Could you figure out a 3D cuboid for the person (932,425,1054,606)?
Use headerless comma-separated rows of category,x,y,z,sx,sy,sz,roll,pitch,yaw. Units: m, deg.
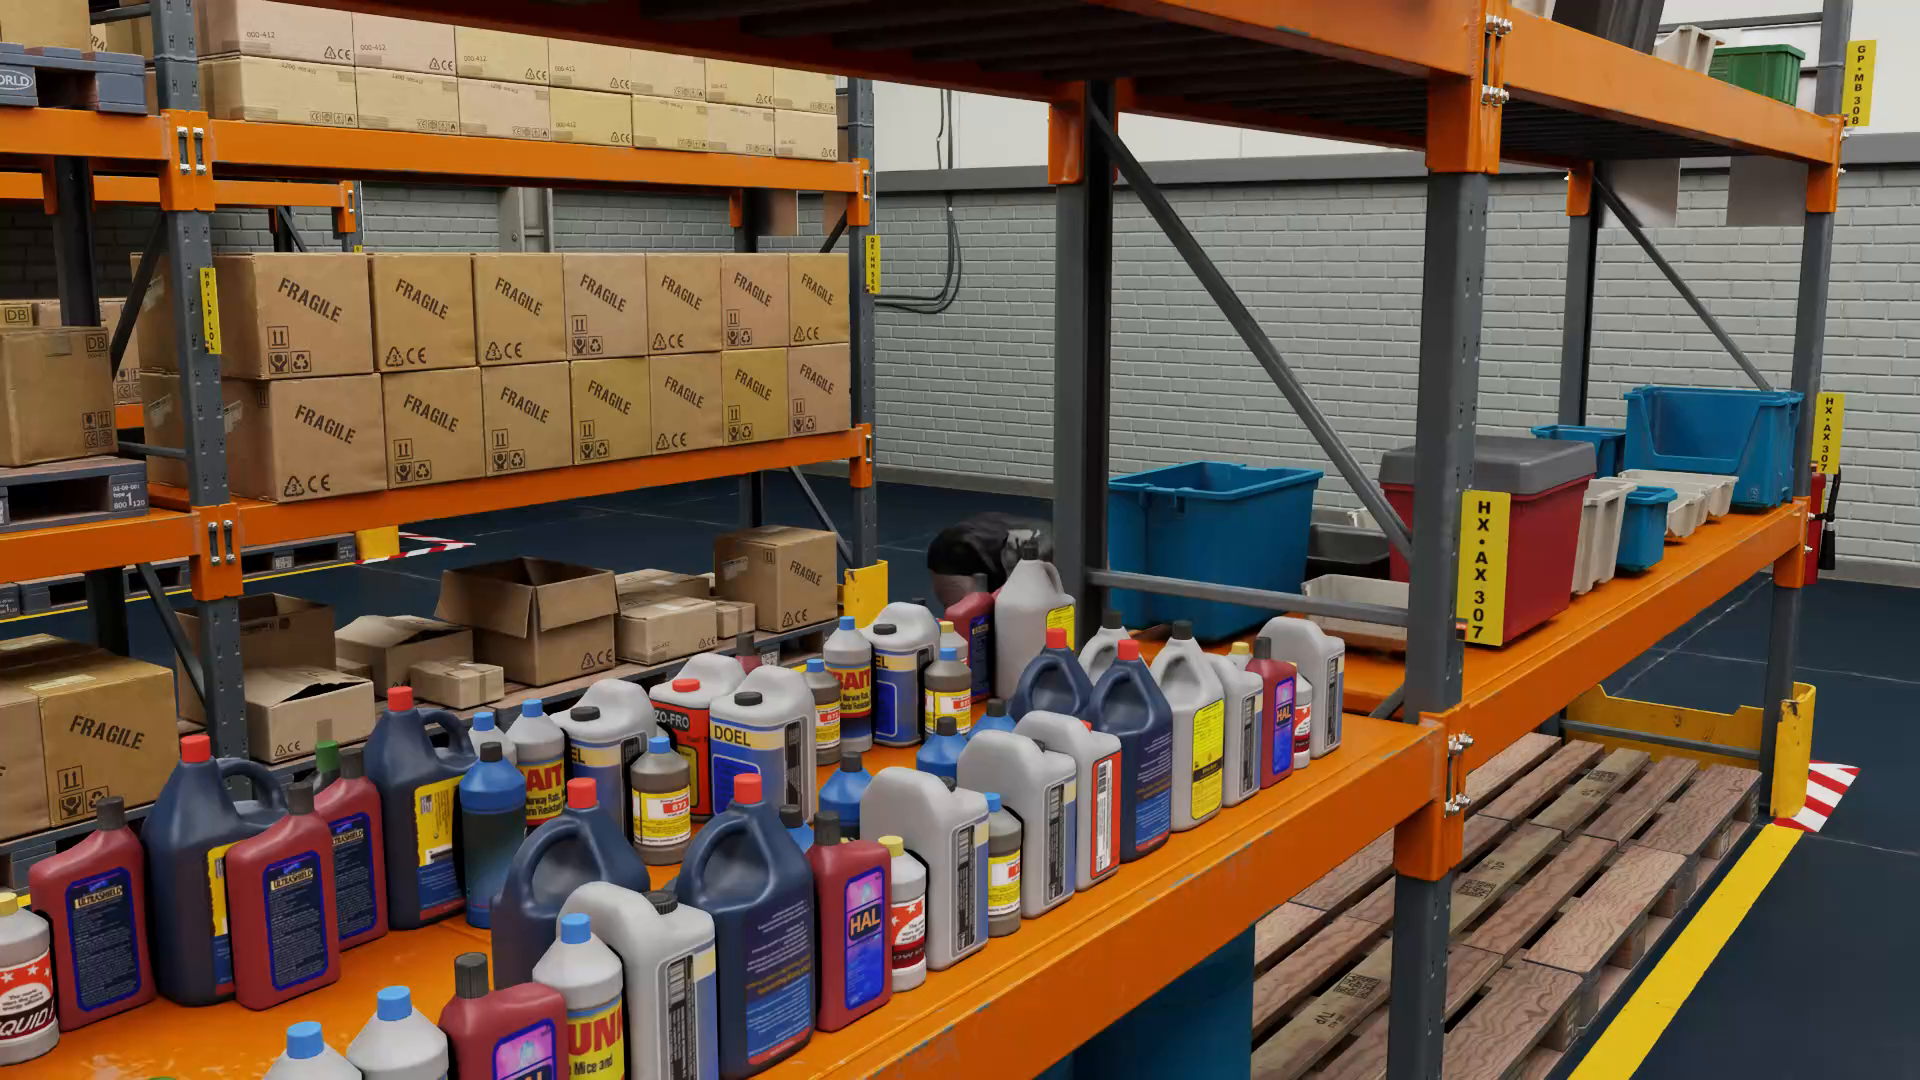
person,0.241,0.215,7.749,0.737,1.547,0.468,7,12,35
